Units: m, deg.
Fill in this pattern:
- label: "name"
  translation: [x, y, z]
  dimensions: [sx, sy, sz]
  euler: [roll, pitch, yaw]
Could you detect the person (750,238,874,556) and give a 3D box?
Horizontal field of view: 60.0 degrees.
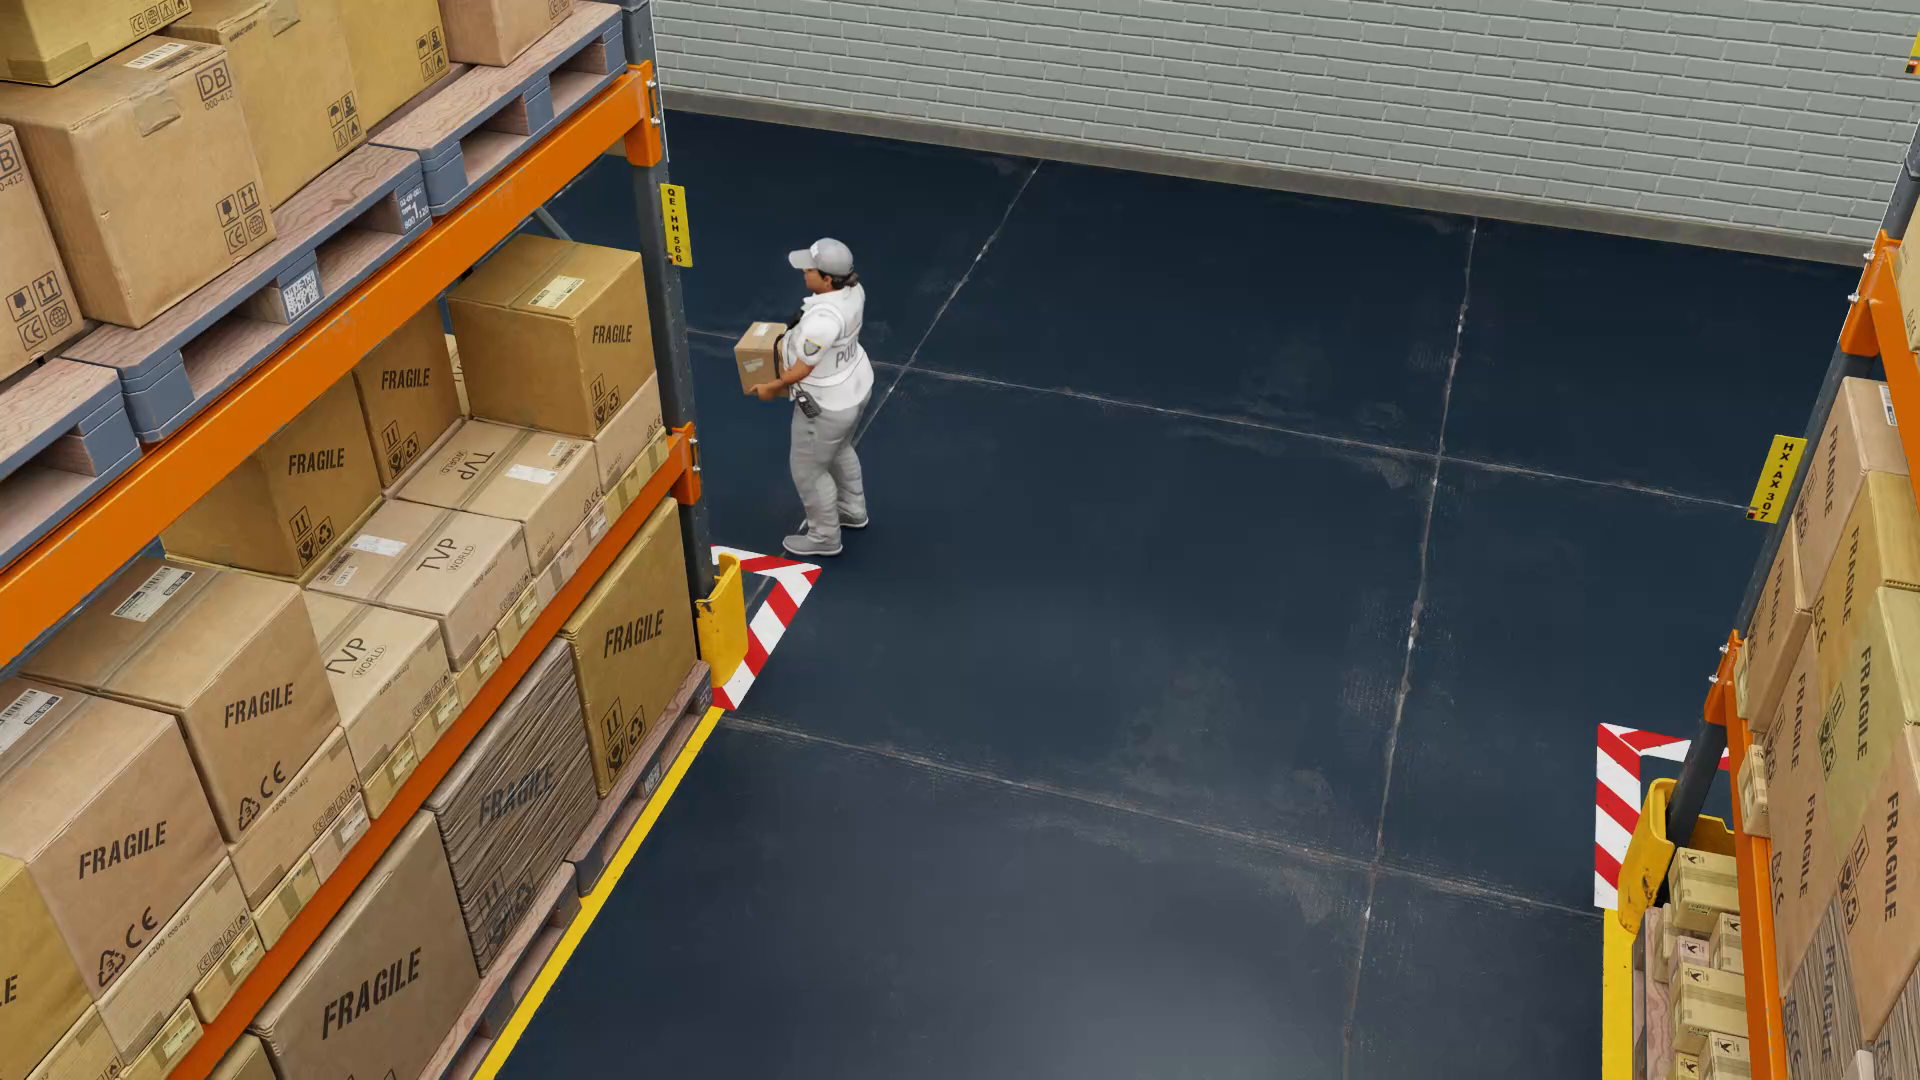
- label: "person"
  translation: [-0.683, -0.673, 7.782]
  dimensions: [0.535, 1.657, 0.455]
  euler: [10, 38, 13]
